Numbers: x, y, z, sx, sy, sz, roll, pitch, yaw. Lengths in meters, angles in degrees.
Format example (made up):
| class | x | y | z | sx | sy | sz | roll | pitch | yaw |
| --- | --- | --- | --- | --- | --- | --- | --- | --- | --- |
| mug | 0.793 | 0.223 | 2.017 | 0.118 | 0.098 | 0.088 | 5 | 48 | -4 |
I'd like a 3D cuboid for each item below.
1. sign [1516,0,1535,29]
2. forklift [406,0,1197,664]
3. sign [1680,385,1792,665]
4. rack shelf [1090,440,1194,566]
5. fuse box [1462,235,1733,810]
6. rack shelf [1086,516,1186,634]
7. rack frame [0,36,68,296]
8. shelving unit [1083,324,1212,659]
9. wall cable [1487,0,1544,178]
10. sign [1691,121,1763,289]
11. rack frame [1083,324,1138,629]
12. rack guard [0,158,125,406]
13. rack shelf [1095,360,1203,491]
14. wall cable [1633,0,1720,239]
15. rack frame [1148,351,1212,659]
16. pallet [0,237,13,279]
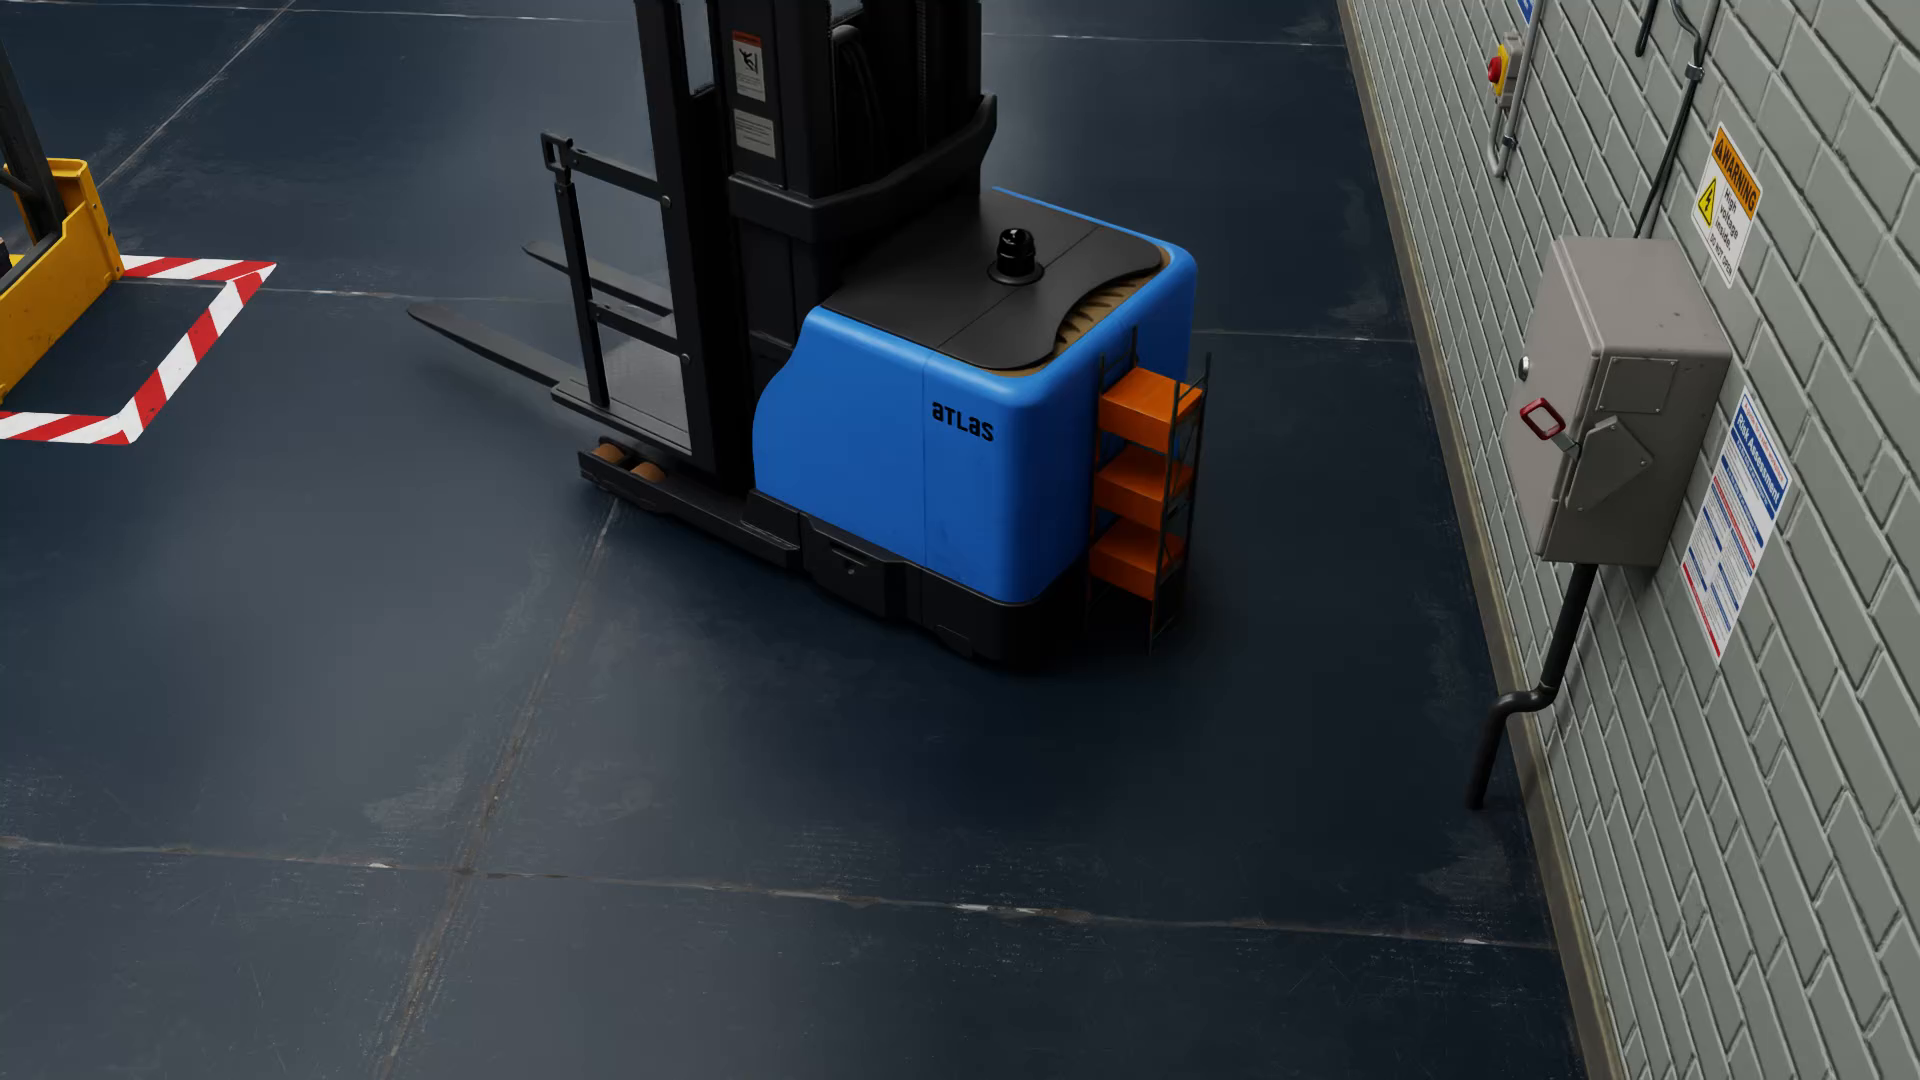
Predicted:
| class | x | y | z | sx | sy | sz | roll | pitch | yaw |
| --- | --- | --- | --- | --- | --- | --- | --- | --- | --- |
| sign | 1.845 | -1.833 | 5.411 | 0.001 | 0.218 | 0.327 | 3 | 39 | 4 |
| forklift | -0.744 | -1.490 | 5.259 | 3.031 | 2.935 | 1.130 | 24 | 45 | 27 |
| sign | 1.617 | -0.029 | 3.485 | 0.001 | 0.494 | 0.329 | 3 | 39 | 4 |
| rack shelf | 0.559 | -0.118 | 5.080 | 0.240 | 0.259 | 0.215 | 24 | 45 | 27 |
| fuse box | 1.453 | 0.112 | 4.257 | 0.414 | 1.711 | 0.539 | 3 | 39 | 4 |
| rack shelf | 0.559 | 0.097 | 5.256 | 0.240 | 0.259 | 0.215 | 24 | 45 | 27 |
| rack frame | -3.840 | -1.993 | 5.823 | 0.127 | 3.000 | 1.000 | 3 | 39 | 4 |
| shelving unit | 0.560 | -0.126 | 5.074 | 0.252 | 1.050 | 0.215 | 24 | 45 | 27 |
| wall cable | 1.780 | -2.107 | 5.133 | 0.123 | 1.953 | 0.585 | 3 | 39 | 4 |
| sign | 1.664 | -0.731 | 3.618 | 0.001 | 0.242 | 0.339 | 3 | 39 | 4 |
| rack frame | 0.460 | -0.171 | 5.128 | 0.008 | 1.050 | 0.200 | 24 | 45 | 27 |
| rack guard | -3.816 | -1.023 | 6.610 | 0.348 | 0.500 | 1.175 | 3 | 39 | 4 |
| rack shelf | 0.560 | -0.338 | 4.901 | 0.240 | 0.259 | 0.215 | 24 | 45 | 27 |
| wall cable | 1.669 | -1.202 | 4.046 | 0.122 | 1.984 | 0.588 | 3 | 39 | 4 |
| rack frame | 0.659 | -0.082 | 5.019 | 0.008 | 1.050 | 0.200 | 24 | 45 | 27 |
| pallet | -4.643 | -0.906 | 6.696 | 1.213 | 0.211 | 1.003 | 3 | 39 | 4 |
